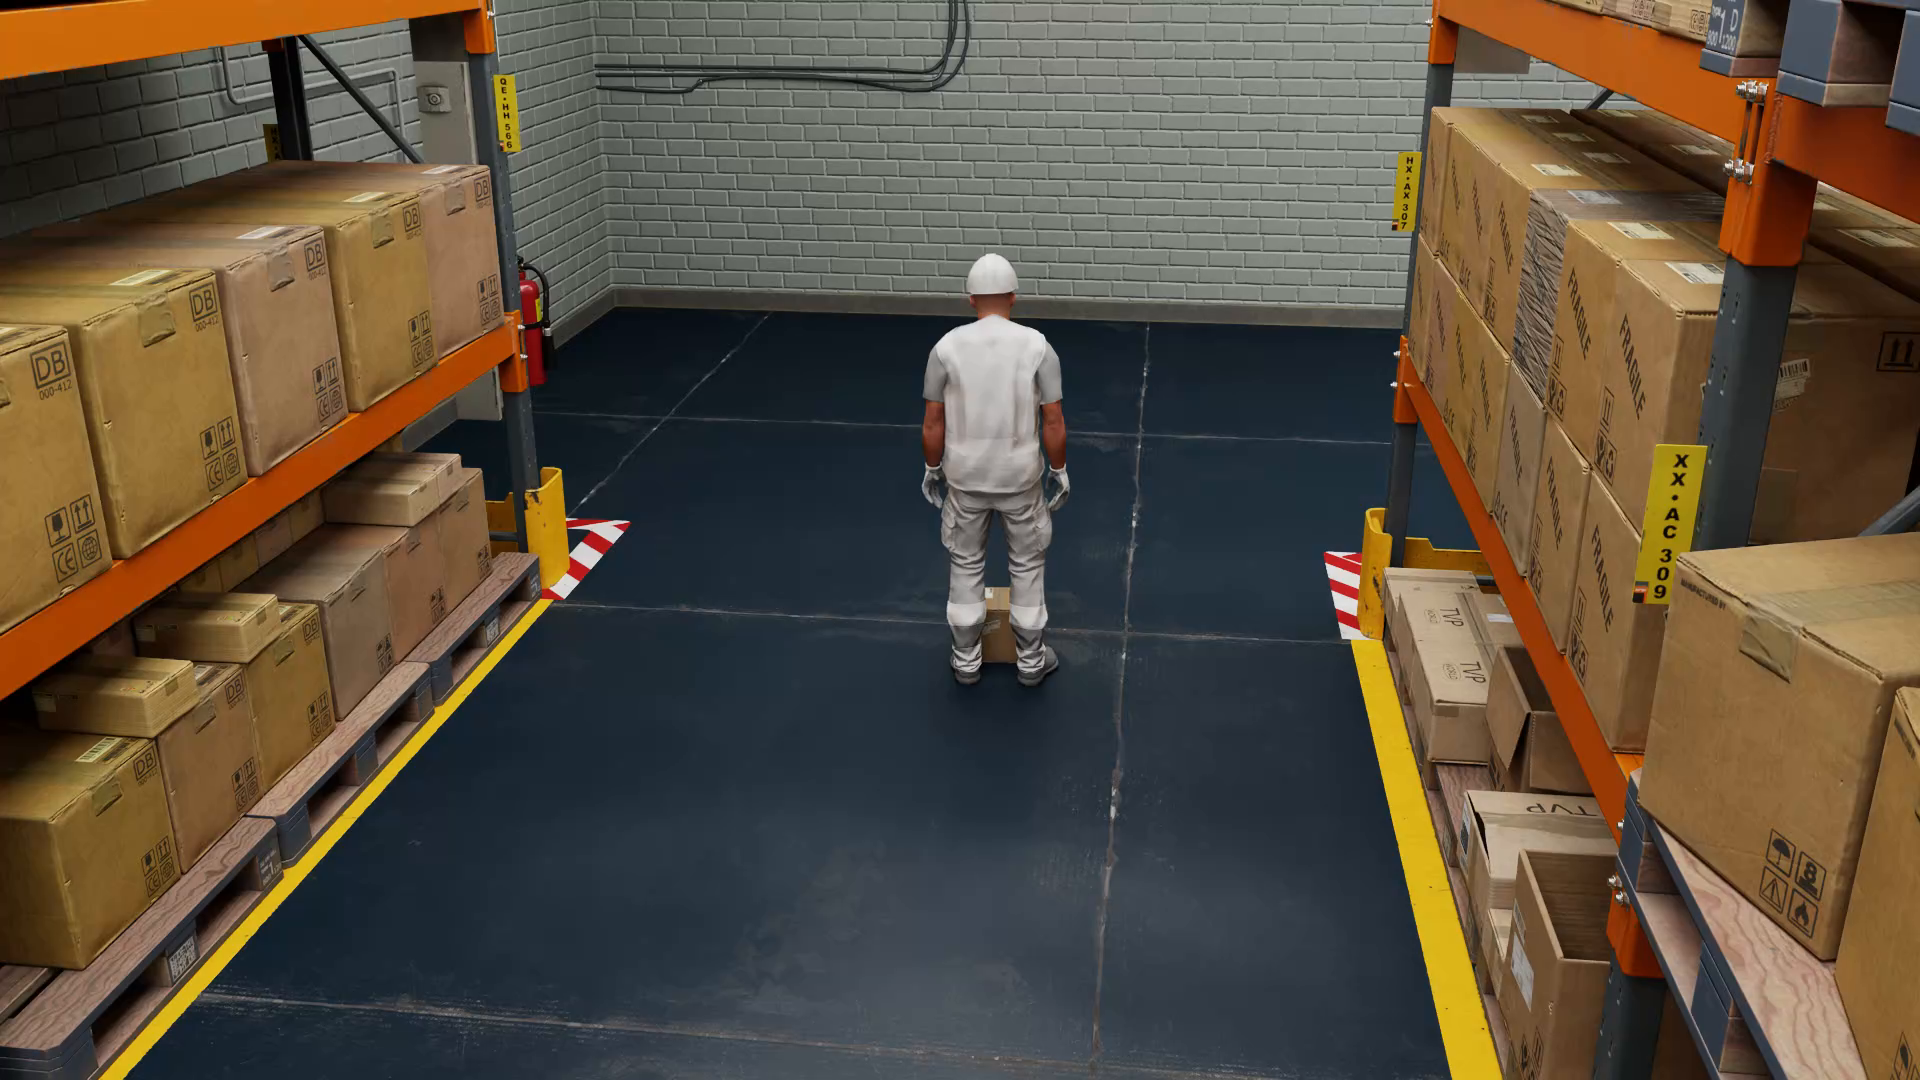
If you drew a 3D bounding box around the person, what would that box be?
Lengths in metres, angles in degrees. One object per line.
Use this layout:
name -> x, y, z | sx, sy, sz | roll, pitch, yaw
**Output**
person -> 0.145, -0.261, 6.742 | 0.603, 1.778, 0.451 | 2, 21, 6
